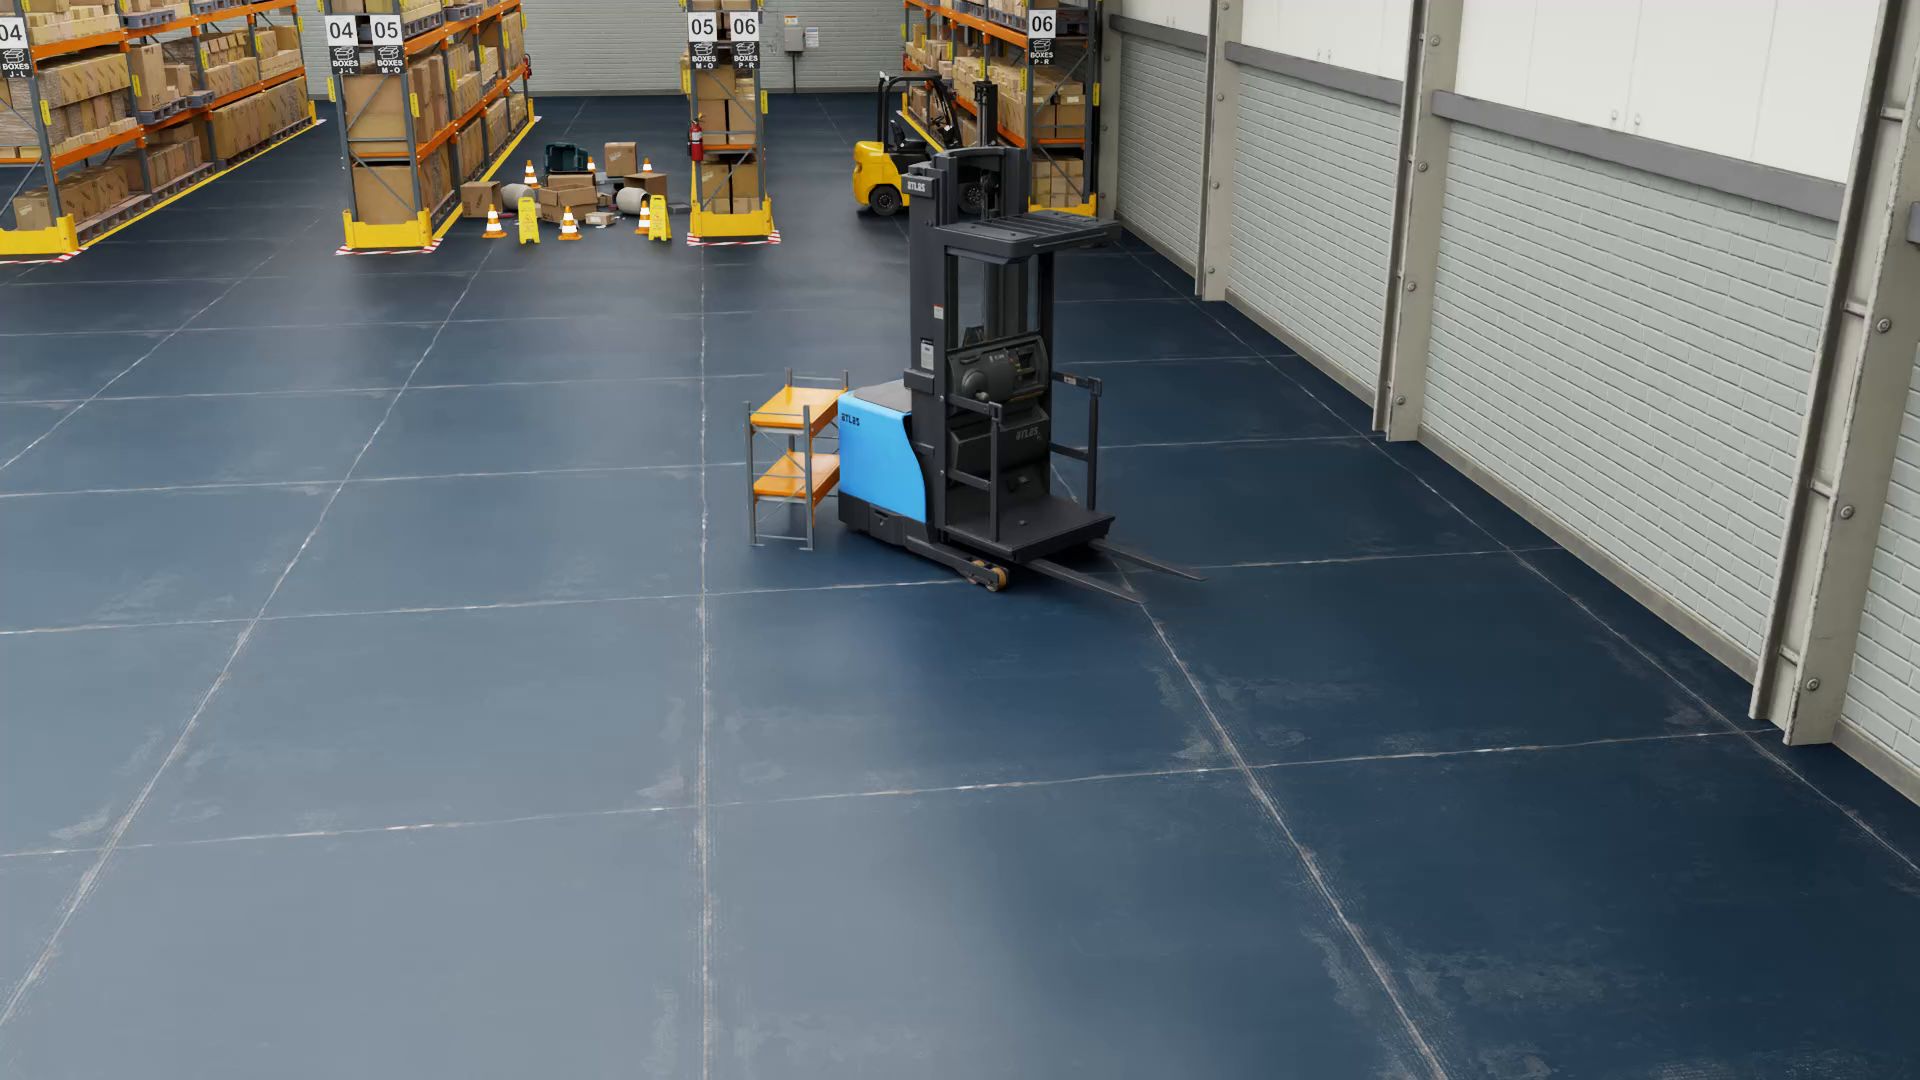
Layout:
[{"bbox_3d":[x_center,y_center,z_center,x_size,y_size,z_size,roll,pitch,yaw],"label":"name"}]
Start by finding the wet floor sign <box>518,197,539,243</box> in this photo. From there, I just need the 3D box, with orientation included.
[{"bbox_3d":[-6.337,-4.697,24.369,0.267,0.644,0.232,-7,21,-17],"label":"wet floor sign"}]

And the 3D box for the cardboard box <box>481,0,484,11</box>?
[{"bbox_3d":[-9.352,-10.316,31.618,0.500,0.500,0.500,-3,21,-8],"label":"cardboard box"}]

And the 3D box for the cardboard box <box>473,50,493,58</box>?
[{"bbox_3d":[-9.667,-9.820,33.629,0.380,0.149,0.250,-3,21,-8],"label":"cardboard box"}]

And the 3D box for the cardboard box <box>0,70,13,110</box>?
[{"bbox_3d":[-13.547,-6.327,23.372,0.500,0.500,0.500,-3,21,-8],"label":"cardboard box"}]

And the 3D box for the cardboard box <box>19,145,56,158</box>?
[{"bbox_3d":[-13.029,-5.488,23.481,0.380,0.149,0.250,-3,21,-8],"label":"cardboard box"}]

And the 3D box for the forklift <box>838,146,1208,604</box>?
[{"bbox_3d":[0.425,-1.213,11.774,1.130,2.935,3.031,-18,27,-40],"label":"forklift"}]

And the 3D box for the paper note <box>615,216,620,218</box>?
[{"bbox_3d":[-5.497,-5.127,26.415,0.148,0.019,0.142,4,21,11],"label":"paper note"}]

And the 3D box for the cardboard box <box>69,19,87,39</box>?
[{"bbox_3d":[-13.265,-7.539,24.542,0.500,0.250,0.500,-2,21,-6],"label":"cardboard box"}]

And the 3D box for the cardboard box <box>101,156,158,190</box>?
[{"bbox_3d":[-13.867,-6.128,27.781,0.700,0.500,0.500,-5,21,-12],"label":"cardboard box"}]

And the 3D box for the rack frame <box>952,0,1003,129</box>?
[{"bbox_3d":[0.341,-9.016,32.568,1.000,3.000,0.127,-3,21,-8],"label":"rack frame"}]

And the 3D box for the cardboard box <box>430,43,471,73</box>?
[{"bbox_3d":[-9.399,-8.839,30.523,0.700,0.500,0.500,-3,21,-8],"label":"cardboard box"}]

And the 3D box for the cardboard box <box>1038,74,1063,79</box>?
[{"bbox_3d":[1.463,-7.400,26.747,0.380,0.149,0.250,-3,21,-7],"label":"cardboard box"}]

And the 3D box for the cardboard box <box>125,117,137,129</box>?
[{"bbox_3d":[-13.478,-6.702,26.733,0.380,0.149,0.250,-3,21,-8],"label":"cardboard box"}]

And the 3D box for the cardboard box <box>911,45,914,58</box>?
[{"bbox_3d":[-0.864,-11.334,38.565,0.500,0.250,0.500,-3,21,-9],"label":"cardboard box"}]

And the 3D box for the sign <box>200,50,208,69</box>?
[{"bbox_3d":[-13.841,-8.800,30.450,0.100,0.325,0.005,-3,21,-8],"label":"sign"}]

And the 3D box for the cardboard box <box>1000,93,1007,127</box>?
[{"bbox_3d":[0.940,-6.981,26.977,0.500,0.500,0.500,-3,21,-7],"label":"cardboard box"}]

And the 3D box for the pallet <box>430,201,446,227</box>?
[{"bbox_3d":[-8.666,-5.098,26.064,1.003,0.211,1.213,-3,21,-8],"label":"pallet"}]

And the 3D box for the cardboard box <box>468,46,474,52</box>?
[{"bbox_3d":[-10.380,-10.204,35.181,0.500,0.500,0.500,-3,21,-8],"label":"cardboard box"}]

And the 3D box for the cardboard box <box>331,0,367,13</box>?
[{"bbox_3d":[-8.648,-7.583,23.491,0.500,0.250,0.500,-3,21,-7],"label":"cardboard box"}]

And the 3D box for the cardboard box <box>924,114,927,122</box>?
[{"bbox_3d":[-0.606,-9.440,37.179,0.380,0.149,0.250,-4,21,-9],"label":"cardboard box"}]

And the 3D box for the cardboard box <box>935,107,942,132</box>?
[{"bbox_3d":[-0.234,-8.891,35.206,0.500,0.500,0.500,-4,21,-9],"label":"cardboard box"}]

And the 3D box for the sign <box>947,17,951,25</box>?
[{"bbox_3d":[-0.260,-12.497,39.783,0.100,0.325,0.005,-3,21,-8],"label":"sign"}]

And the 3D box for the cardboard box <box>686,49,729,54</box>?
[{"bbox_3d":[-4.093,-7.693,27.029,0.700,0.500,0.500,-3,21,-7],"label":"cardboard box"}]

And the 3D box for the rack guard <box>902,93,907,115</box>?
[{"bbox_3d":[-0.801,-10.588,40.351,1.175,0.500,0.348,-3,21,-8],"label":"rack guard"}]

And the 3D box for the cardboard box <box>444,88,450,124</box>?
[{"bbox_3d":[-8.812,-7.038,27.058,0.875,0.550,0.550,-3,21,-8],"label":"cardboard box"}]

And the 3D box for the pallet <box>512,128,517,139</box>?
[{"bbox_3d":[-10.162,-8.789,35.946,1.003,0.211,1.213,-3,21,-8],"label":"pallet"}]

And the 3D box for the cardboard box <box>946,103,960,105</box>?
[{"bbox_3d":[-0.144,-8.964,34.475,0.380,0.149,0.250,-4,21,-10],"label":"cardboard box"}]

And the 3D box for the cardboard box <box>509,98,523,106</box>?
[{"bbox_3d":[-10.069,-9.863,37.460,0.380,0.149,0.250,-2,21,-6],"label":"cardboard box"}]

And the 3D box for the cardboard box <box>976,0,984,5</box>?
[{"bbox_3d":[0.572,-9.476,28.898,0.500,0.311,0.500,-4,21,-9],"label":"cardboard box"}]

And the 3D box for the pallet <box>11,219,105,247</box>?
[{"bbox_3d":[-13.317,-4.498,24.457,1.003,0.211,1.213,-3,21,-8],"label":"pallet"}]

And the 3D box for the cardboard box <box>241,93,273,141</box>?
[{"bbox_3d":[-14.841,-8.630,33.972,1.225,0.875,0.875,-3,21,-8],"label":"cardboard box"}]

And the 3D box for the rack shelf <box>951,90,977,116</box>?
[{"bbox_3d":[0.629,-7.986,30.840,1.077,0.370,4.000,-3,21,-8],"label":"rack shelf"}]

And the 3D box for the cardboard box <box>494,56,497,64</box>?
[{"bbox_3d":[-9.739,-9.864,34.173,0.380,0.149,0.250,-3,21,-7],"label":"cardboard box"}]

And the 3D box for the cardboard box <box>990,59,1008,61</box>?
[{"bbox_3d":[0.714,-9.086,31.687,0.380,0.149,0.250,-3,21,-8],"label":"cardboard box"}]

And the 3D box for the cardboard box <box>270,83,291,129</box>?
[{"bbox_3d":[-15.099,-9.395,36.020,0.875,0.875,0.875,-3,21,-8],"label":"cardboard box"}]

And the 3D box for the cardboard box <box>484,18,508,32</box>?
[{"bbox_3d":[-9.944,-10.866,35.526,0.500,0.500,0.500,-4,21,-9],"label":"cardboard box"}]

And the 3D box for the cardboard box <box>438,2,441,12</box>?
[{"bbox_3d":[-8.508,-8.516,26.558,0.380,0.149,0.250,-3,21,-8],"label":"cardboard box"}]

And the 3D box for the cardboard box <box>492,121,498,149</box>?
[{"bbox_3d":[-9.379,-7.937,32.652,0.500,0.500,0.500,-3,21,-7],"label":"cardboard box"}]

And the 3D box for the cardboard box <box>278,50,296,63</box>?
[{"bbox_3d":[-15.125,-10.773,37.063,0.500,0.250,0.500,-3,21,-9],"label":"cardboard box"}]

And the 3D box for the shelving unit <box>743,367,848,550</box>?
[{"bbox_3d":[-1.239,-0.646,12.839,0.538,1.125,1.048,4,21,11],"label":"shelving unit"}]

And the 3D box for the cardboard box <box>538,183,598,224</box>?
[{"bbox_3d":[-6.175,-5.305,26.202,0.637,0.503,0.797,17,27,39],"label":"cardboard box"}]

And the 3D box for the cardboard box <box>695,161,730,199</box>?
[{"bbox_3d":[-3.791,-5.519,25.462,0.500,0.500,0.500,-3,21,-7],"label":"cardboard box"}]

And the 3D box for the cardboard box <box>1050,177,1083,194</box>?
[{"bbox_3d":[1.632,-5.562,25.936,0.500,0.250,0.500,-3,21,-7],"label":"cardboard box"}]

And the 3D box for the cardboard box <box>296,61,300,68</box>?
[{"bbox_3d":[-15.114,-10.720,37.490,0.380,0.149,0.250,-3,21,-7],"label":"cardboard box"}]

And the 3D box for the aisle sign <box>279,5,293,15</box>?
[{"bbox_3d":[-15.243,-12.292,37.625,0.394,0.787,0.004,-3,21,-8],"label":"aisle sign"}]

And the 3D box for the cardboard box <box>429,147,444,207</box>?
[{"bbox_3d":[-8.722,-5.763,26.295,0.875,0.875,0.875,-3,21,-7],"label":"cardboard box"}]

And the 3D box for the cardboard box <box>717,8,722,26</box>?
[{"bbox_3d":[-3.815,-7.807,24.834,0.500,0.250,0.500,-3,21,-8],"label":"cardboard box"}]

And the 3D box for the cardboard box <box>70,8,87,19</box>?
[{"bbox_3d":[-13.272,-7.847,24.797,0.380,0.149,0.250,-2,21,-5],"label":"cardboard box"}]

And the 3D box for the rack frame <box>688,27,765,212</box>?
[{"bbox_3d":[-3.417,-5.994,24.479,1.000,3.000,0.127,-3,21,-8],"label":"rack frame"}]

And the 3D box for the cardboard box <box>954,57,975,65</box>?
[{"bbox_3d":[0.096,-9.241,32.102,0.380,0.149,0.250,-2,21,-6],"label":"cardboard box"}]

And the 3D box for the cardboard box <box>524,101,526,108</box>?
[{"bbox_3d":[-10.249,-10.082,38.471,0.380,0.149,0.250,-3,21,-9],"label":"cardboard box"}]

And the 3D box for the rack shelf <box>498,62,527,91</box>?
[{"bbox_3d":[-10.319,-10.220,36.820,1.077,0.370,4.000,-3,21,-8],"label":"rack shelf"}]

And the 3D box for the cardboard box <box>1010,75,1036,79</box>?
[{"bbox_3d":[1.007,-7.380,26.694,0.380,0.149,0.250,-3,21,-7],"label":"cardboard box"}]

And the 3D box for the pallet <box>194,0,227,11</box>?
[{"bbox_3d":[-14.686,-10.188,31.691,1.003,0.211,1.213,-2,21,-5],"label":"pallet"}]

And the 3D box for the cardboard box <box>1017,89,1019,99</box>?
[{"bbox_3d":[1.100,-6.969,26.018,0.380,0.149,0.250,-3,21,-8],"label":"cardboard box"}]
